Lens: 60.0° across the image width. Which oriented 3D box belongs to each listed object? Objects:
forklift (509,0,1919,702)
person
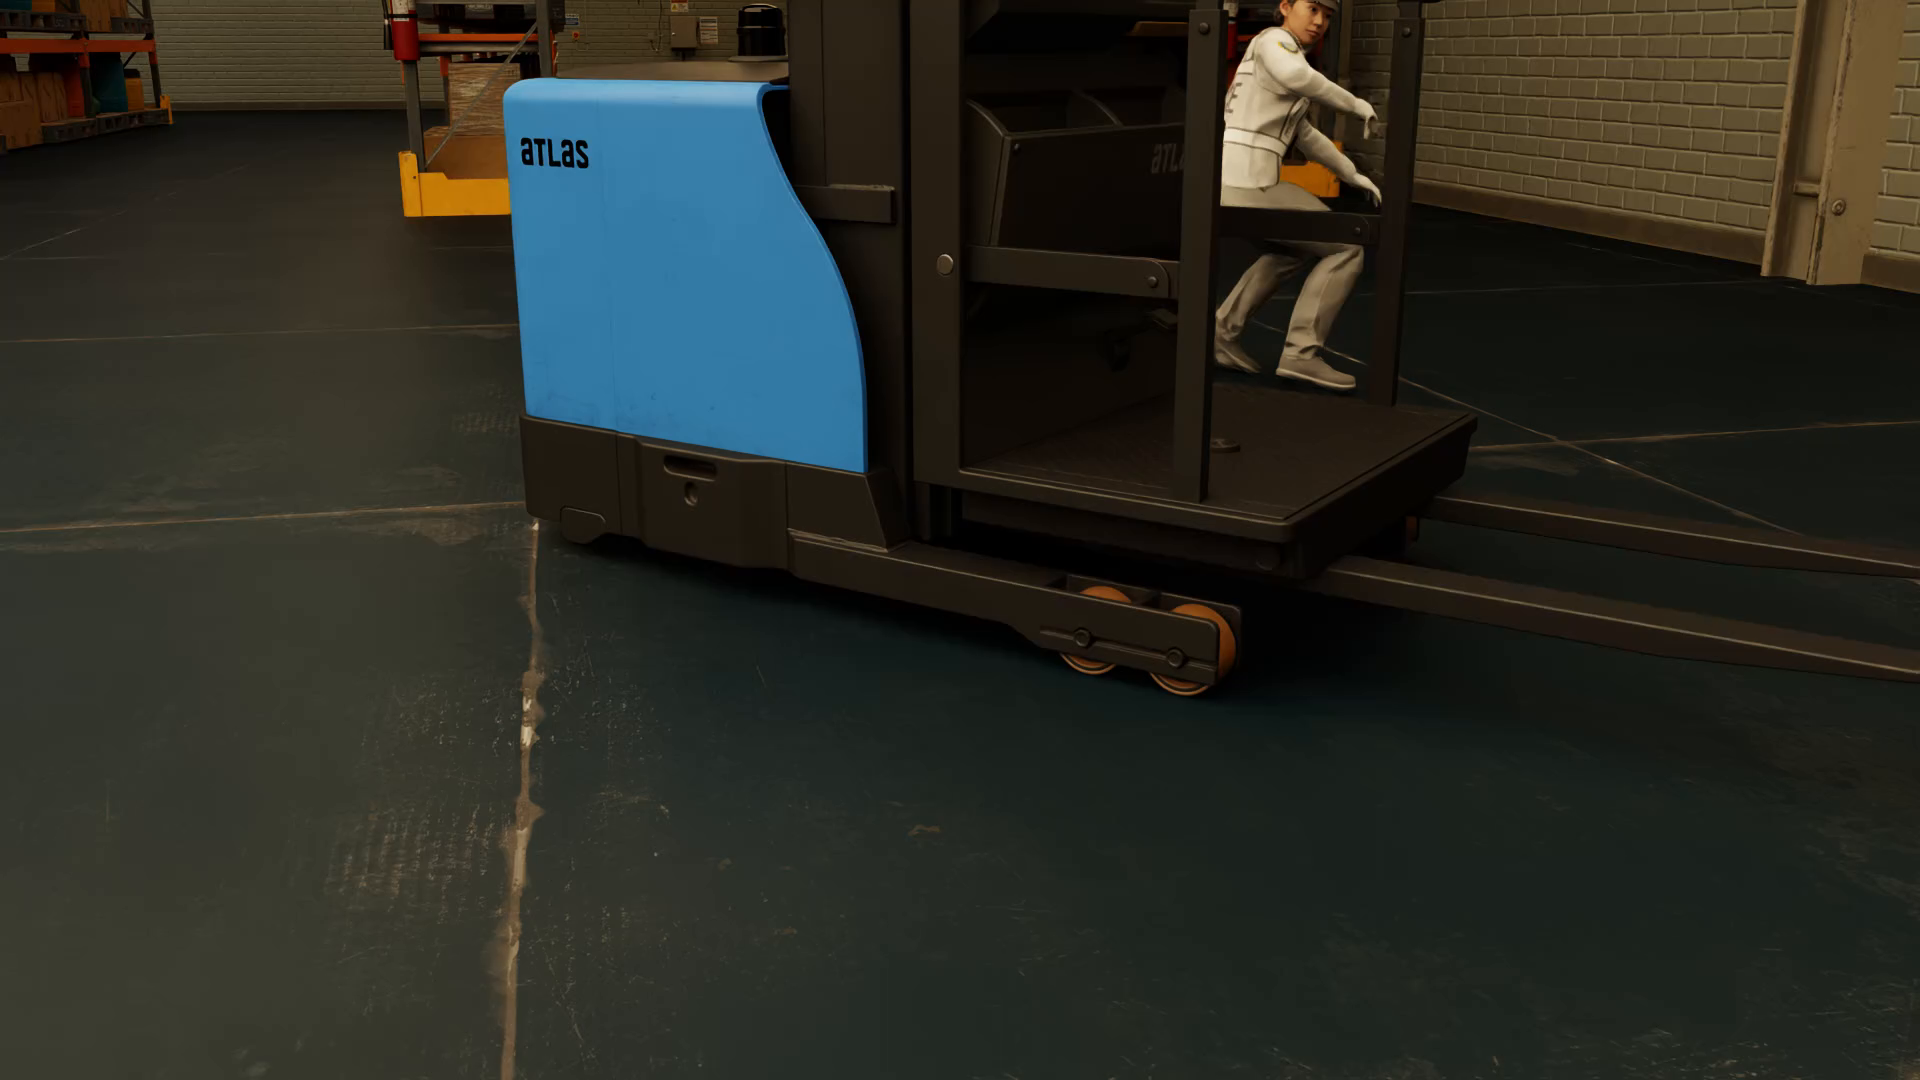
[{"bbox_3d":[0.449,-1.285,3.192,3.031,2.935,1.130,12,20,34],"label":"forklift"},{"bbox_3d":[1.160,-1.229,5.748,0.786,1.449,0.805,-3,17,-10],"label":"person"}]
